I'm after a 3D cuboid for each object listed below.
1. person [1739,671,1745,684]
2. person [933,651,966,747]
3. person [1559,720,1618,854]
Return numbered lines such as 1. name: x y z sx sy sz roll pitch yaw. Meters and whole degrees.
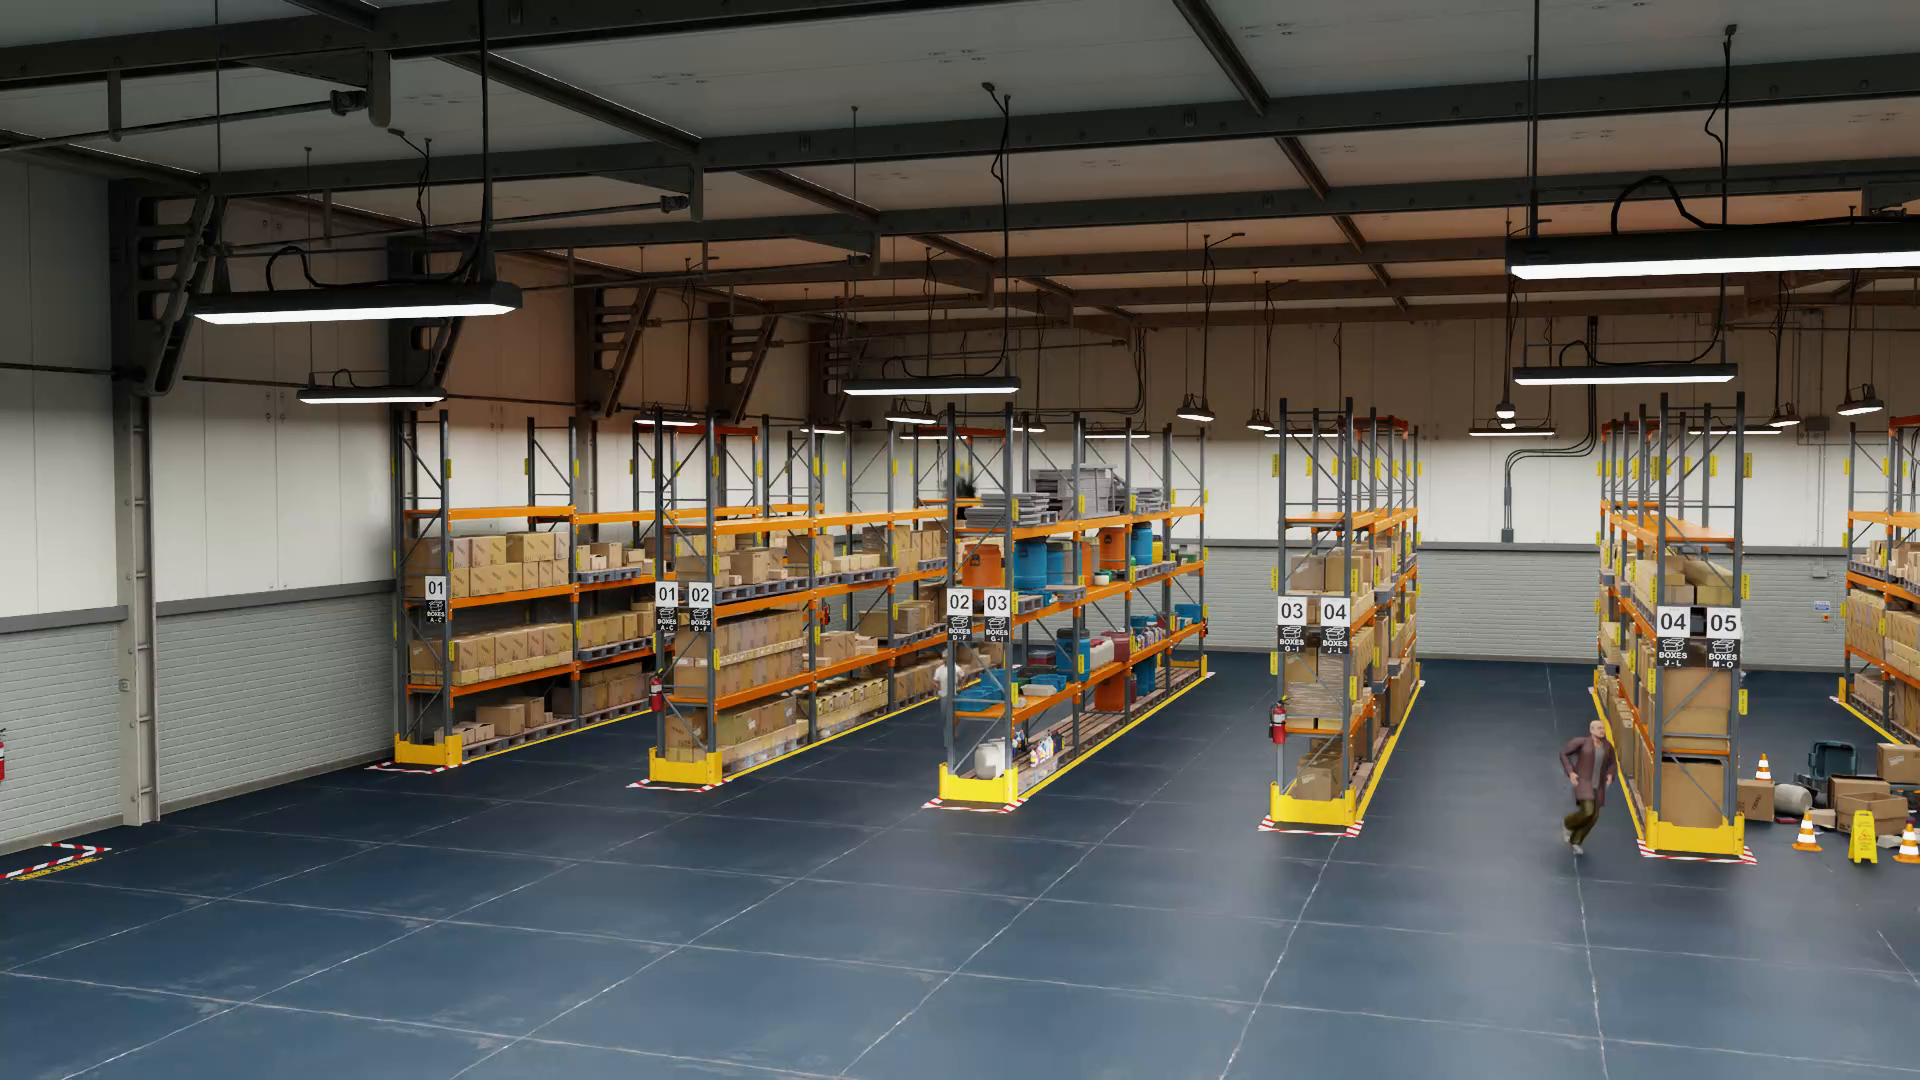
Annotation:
1. person: 17.347 2.627 37.459 0.688 1.562 0.697 1 3 19
2. person: -0.194 2.859 30.367 0.589 1.710 0.918 1 3 13
3. person: 8.268 3.221 21.744 0.715 1.737 0.599 -1 3 -13
